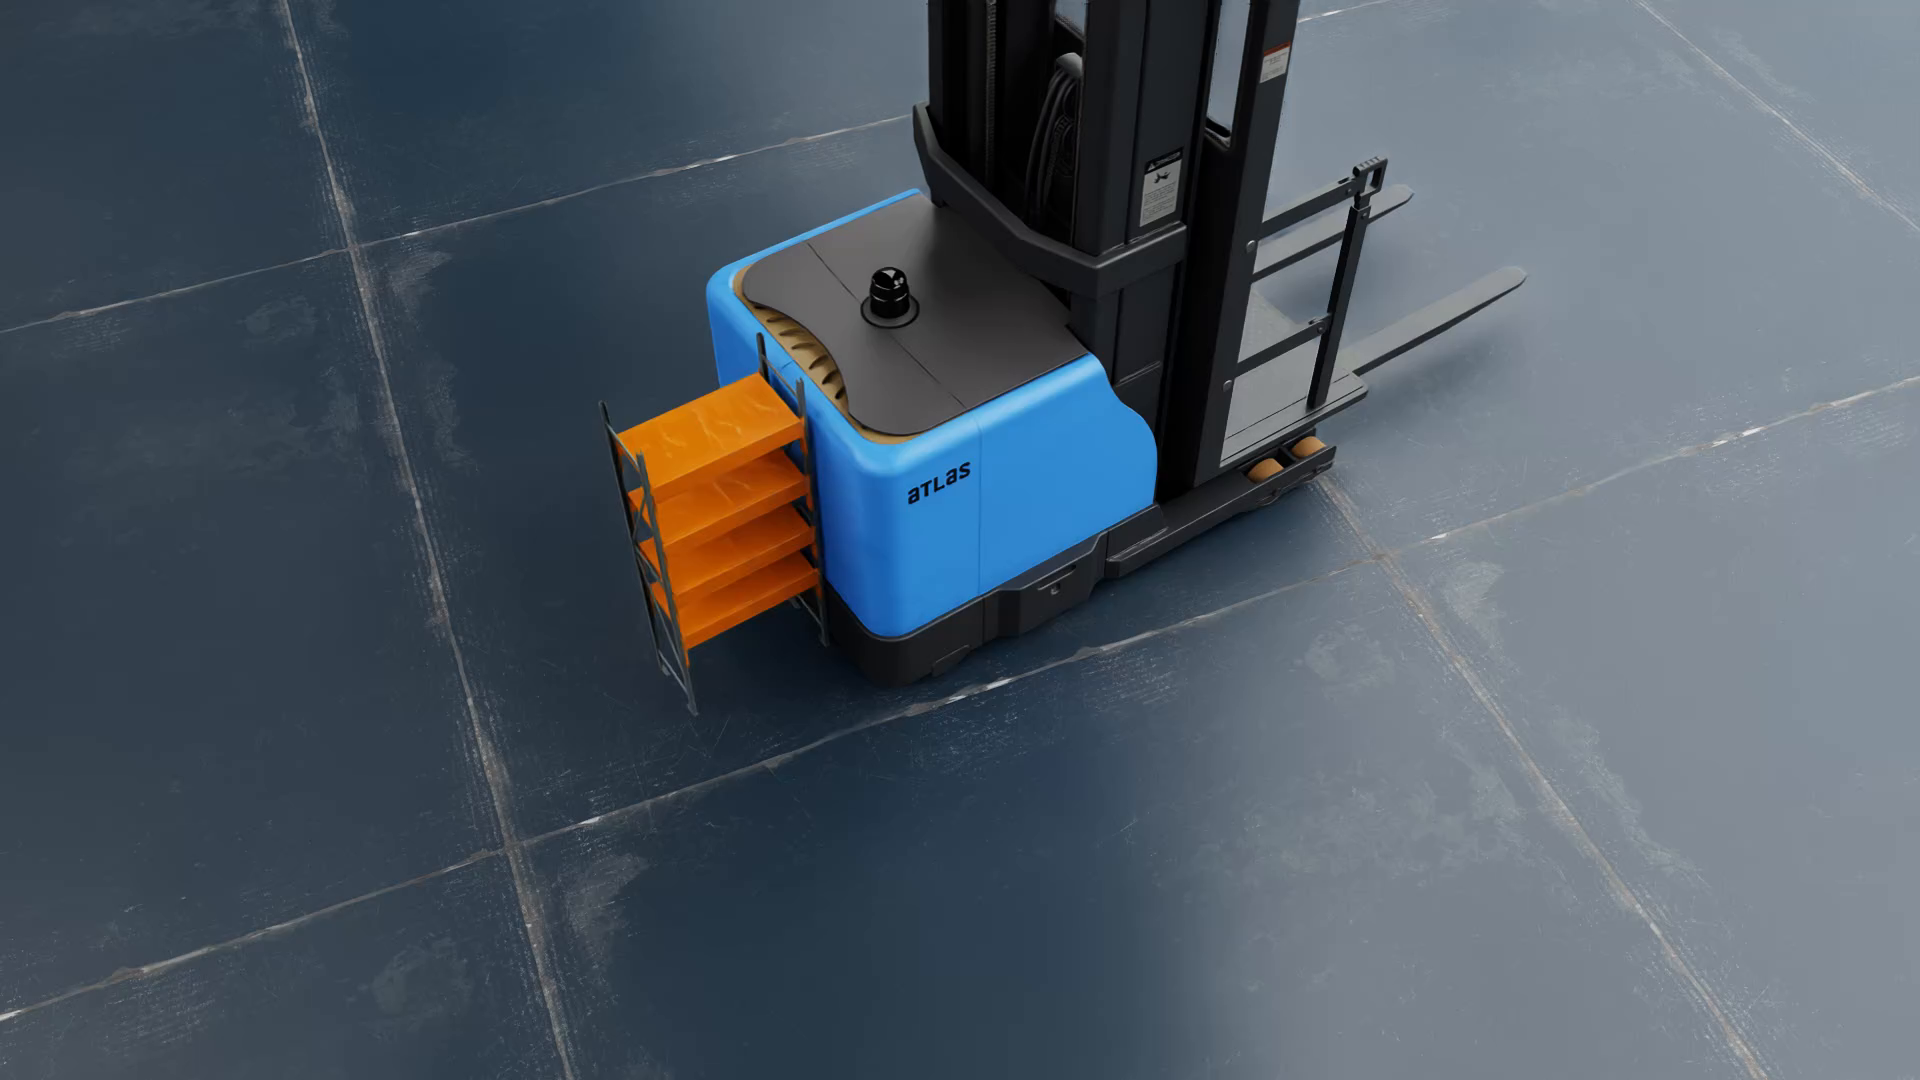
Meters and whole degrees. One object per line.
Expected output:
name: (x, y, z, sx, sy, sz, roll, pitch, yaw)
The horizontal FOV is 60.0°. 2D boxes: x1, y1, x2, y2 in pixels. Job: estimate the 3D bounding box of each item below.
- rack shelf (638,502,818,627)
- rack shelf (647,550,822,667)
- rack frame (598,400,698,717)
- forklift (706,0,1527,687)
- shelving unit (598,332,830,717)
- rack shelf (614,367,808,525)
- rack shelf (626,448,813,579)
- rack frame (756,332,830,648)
rack shelf: (-0.702, 0.031, 5.021, 0.480, 0.148, 0.258, -27, 55, -21)
rack shelf: (-0.702, 0.161, 5.172, 0.480, 0.148, 0.258, -27, 55, -21)
rack frame: (-0.904, 0.091, 4.881, 0.015, 1.200, 0.240, -27, 55, -21)
forklift: (0.720, -1.384, 5.007, 3.031, 2.935, 1.130, -27, 55, -21)
shelving unit: (-0.702, -0.013, 4.970, 0.503, 1.200, 0.258, -27, 55, -21)
rack shelf: (-0.702, -0.269, 4.672, 0.480, 0.148, 0.258, -27, 55, -21)
rack shelf: (-0.702, -0.115, 4.851, 0.480, 0.148, 0.258, -27, 55, -21)
rack frame: (-0.500, -0.116, 5.059, 0.015, 1.200, 0.240, -27, 55, -21)
